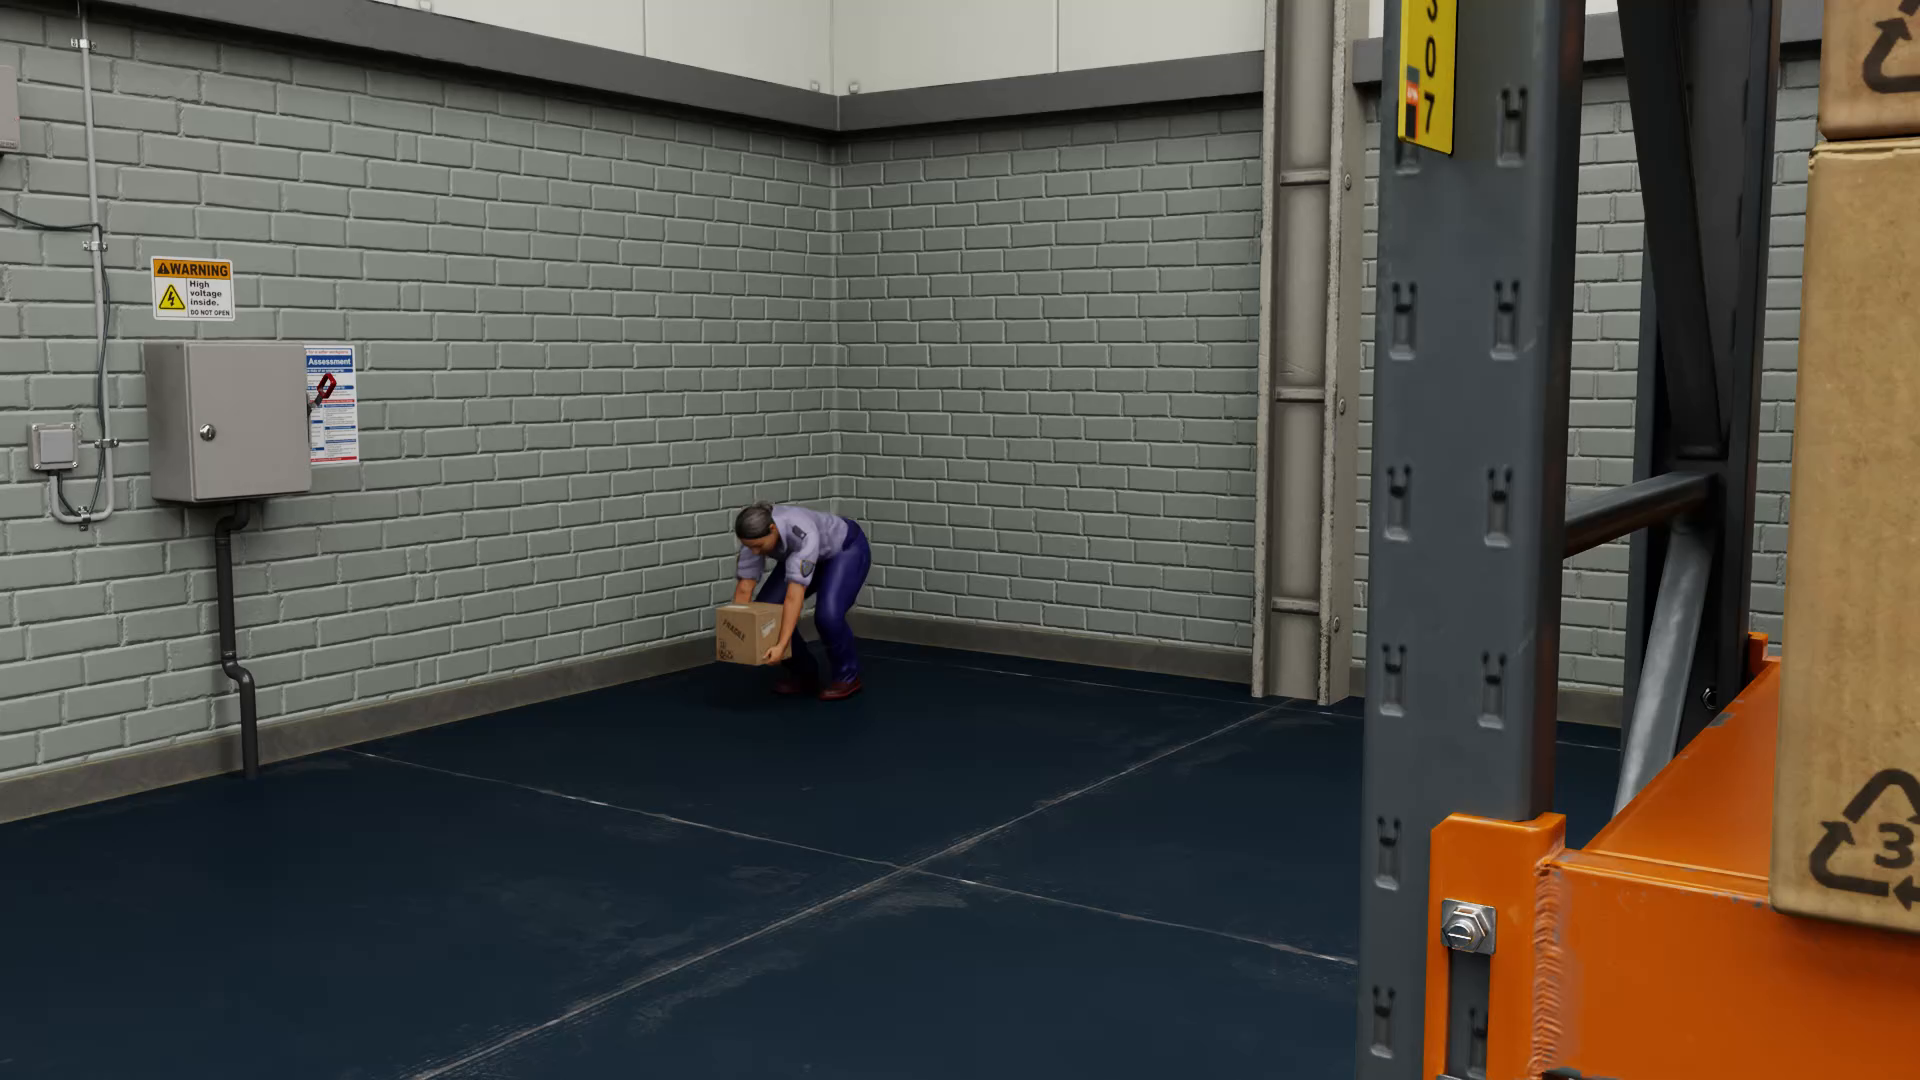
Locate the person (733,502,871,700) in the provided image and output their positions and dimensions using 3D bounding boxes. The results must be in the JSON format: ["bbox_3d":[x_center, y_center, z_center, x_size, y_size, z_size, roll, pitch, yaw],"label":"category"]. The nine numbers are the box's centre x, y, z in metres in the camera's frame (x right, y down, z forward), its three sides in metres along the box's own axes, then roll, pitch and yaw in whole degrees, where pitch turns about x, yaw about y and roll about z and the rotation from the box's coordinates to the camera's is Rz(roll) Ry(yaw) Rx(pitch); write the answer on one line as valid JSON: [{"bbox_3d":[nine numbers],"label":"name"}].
[{"bbox_3d":[-0.785,0.297,8.033,0.518,0.960,0.893,4,7,31],"label":"person"}]
